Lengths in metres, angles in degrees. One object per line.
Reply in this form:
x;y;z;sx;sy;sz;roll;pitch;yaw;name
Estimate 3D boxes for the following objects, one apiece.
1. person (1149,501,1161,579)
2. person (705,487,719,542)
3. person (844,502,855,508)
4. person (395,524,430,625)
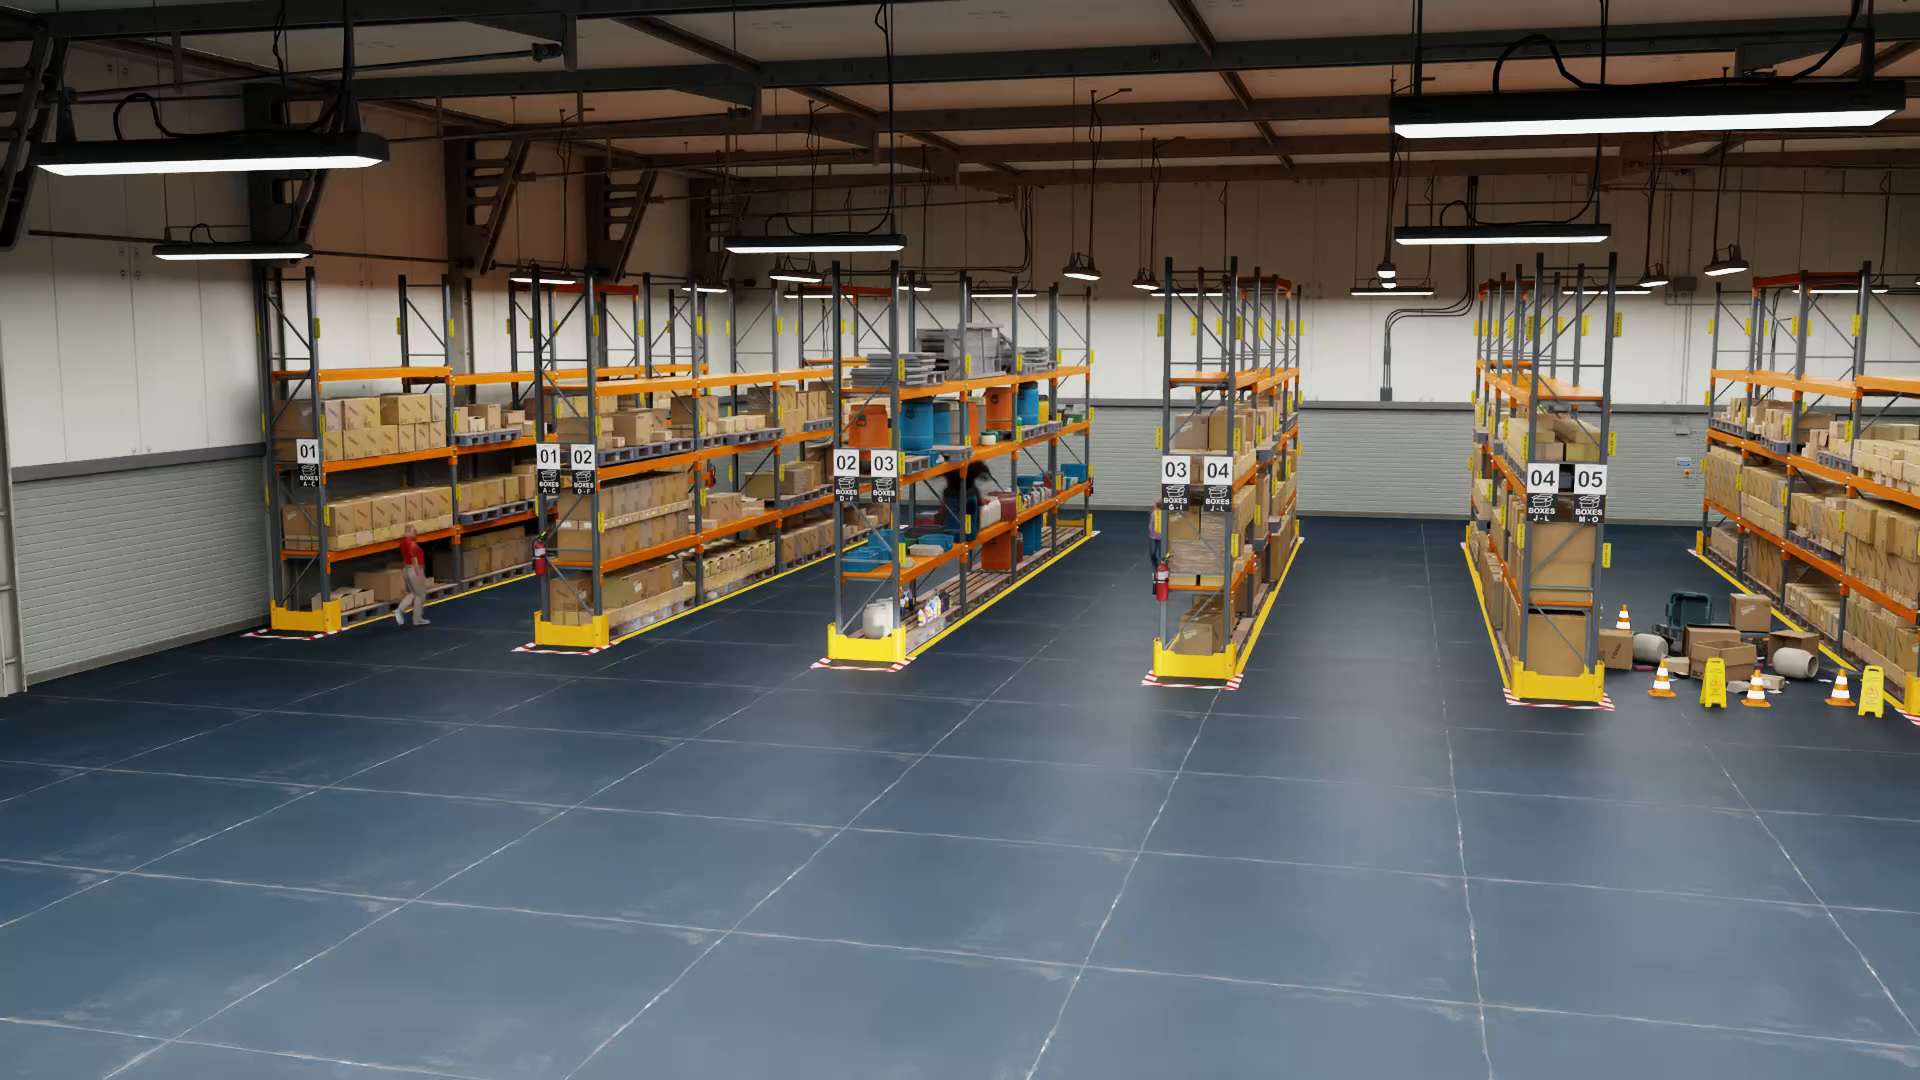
4.053;0.039;33.598;0.533;1.481;0.648;2;8;18;person
-5.409;-0.330;35.712;0.573;1.619;0.970;2;8;17;person
-2.923;-1.349;43.149;0.488;1.763;0.589;2;8;16;person
-9.218;0.585;28.011;0.551;1.719;0.539;7;10;44;person
